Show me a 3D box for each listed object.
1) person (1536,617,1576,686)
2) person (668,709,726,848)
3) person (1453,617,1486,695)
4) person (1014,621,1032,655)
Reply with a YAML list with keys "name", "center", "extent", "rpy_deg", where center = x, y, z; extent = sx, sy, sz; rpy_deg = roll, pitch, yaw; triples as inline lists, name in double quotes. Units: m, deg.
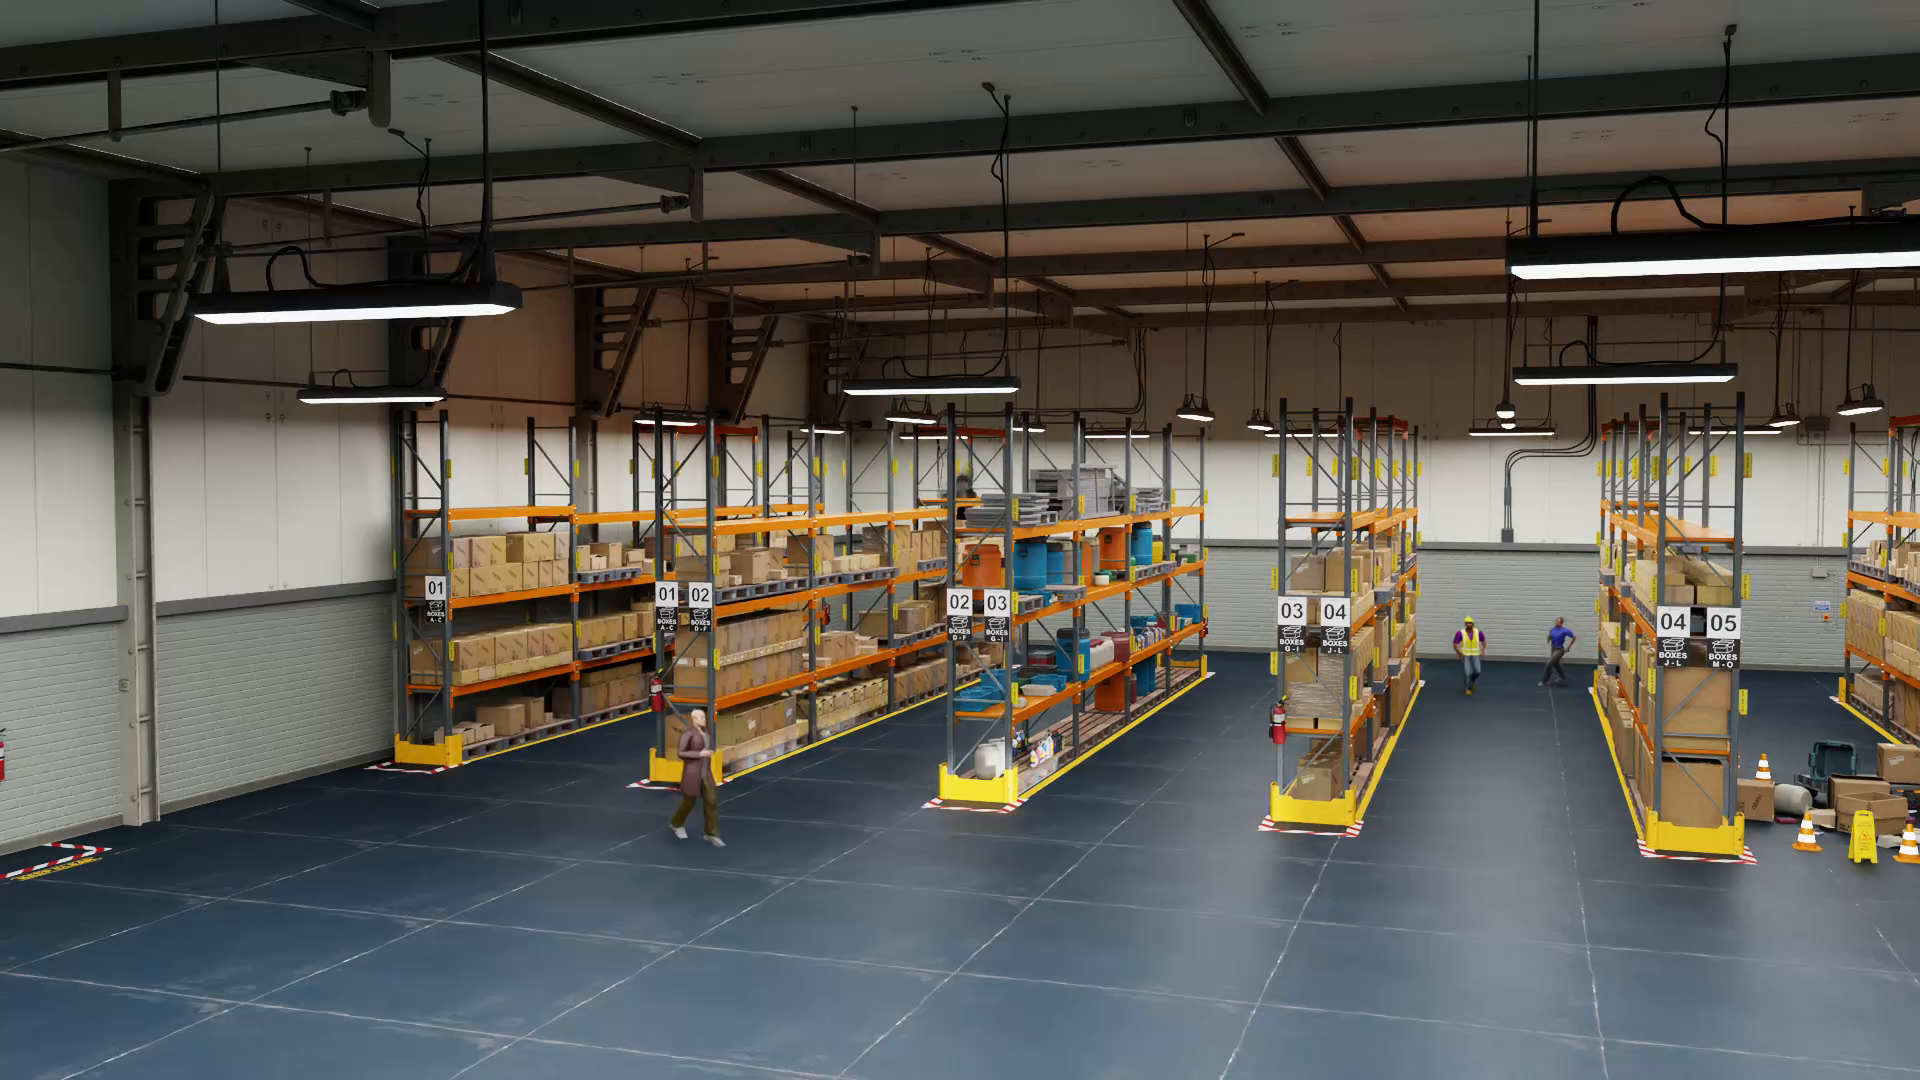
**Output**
- name: "person"
  center: [13.760, 2.576, 38.246]
  extent: [0.846, 1.646, 0.717]
  rpy_deg: [-1, 3, -20]
- name: "person"
  center: [-3.545, 3.160, 22.130]
  extent: [0.966, 1.821, 0.679]
  rpy_deg: [2, 3, 35]
- name: "person"
  center: [11.268, 2.566, 36.700]
  extent: [0.730, 1.722, 0.516]
  rpy_deg: [0, 2, 5]
- name: "person"
  center: [1.561, 2.103, 42.409]
  extent: [0.669, 1.756, 0.818]
  rpy_deg: [-2, 3, -43]
